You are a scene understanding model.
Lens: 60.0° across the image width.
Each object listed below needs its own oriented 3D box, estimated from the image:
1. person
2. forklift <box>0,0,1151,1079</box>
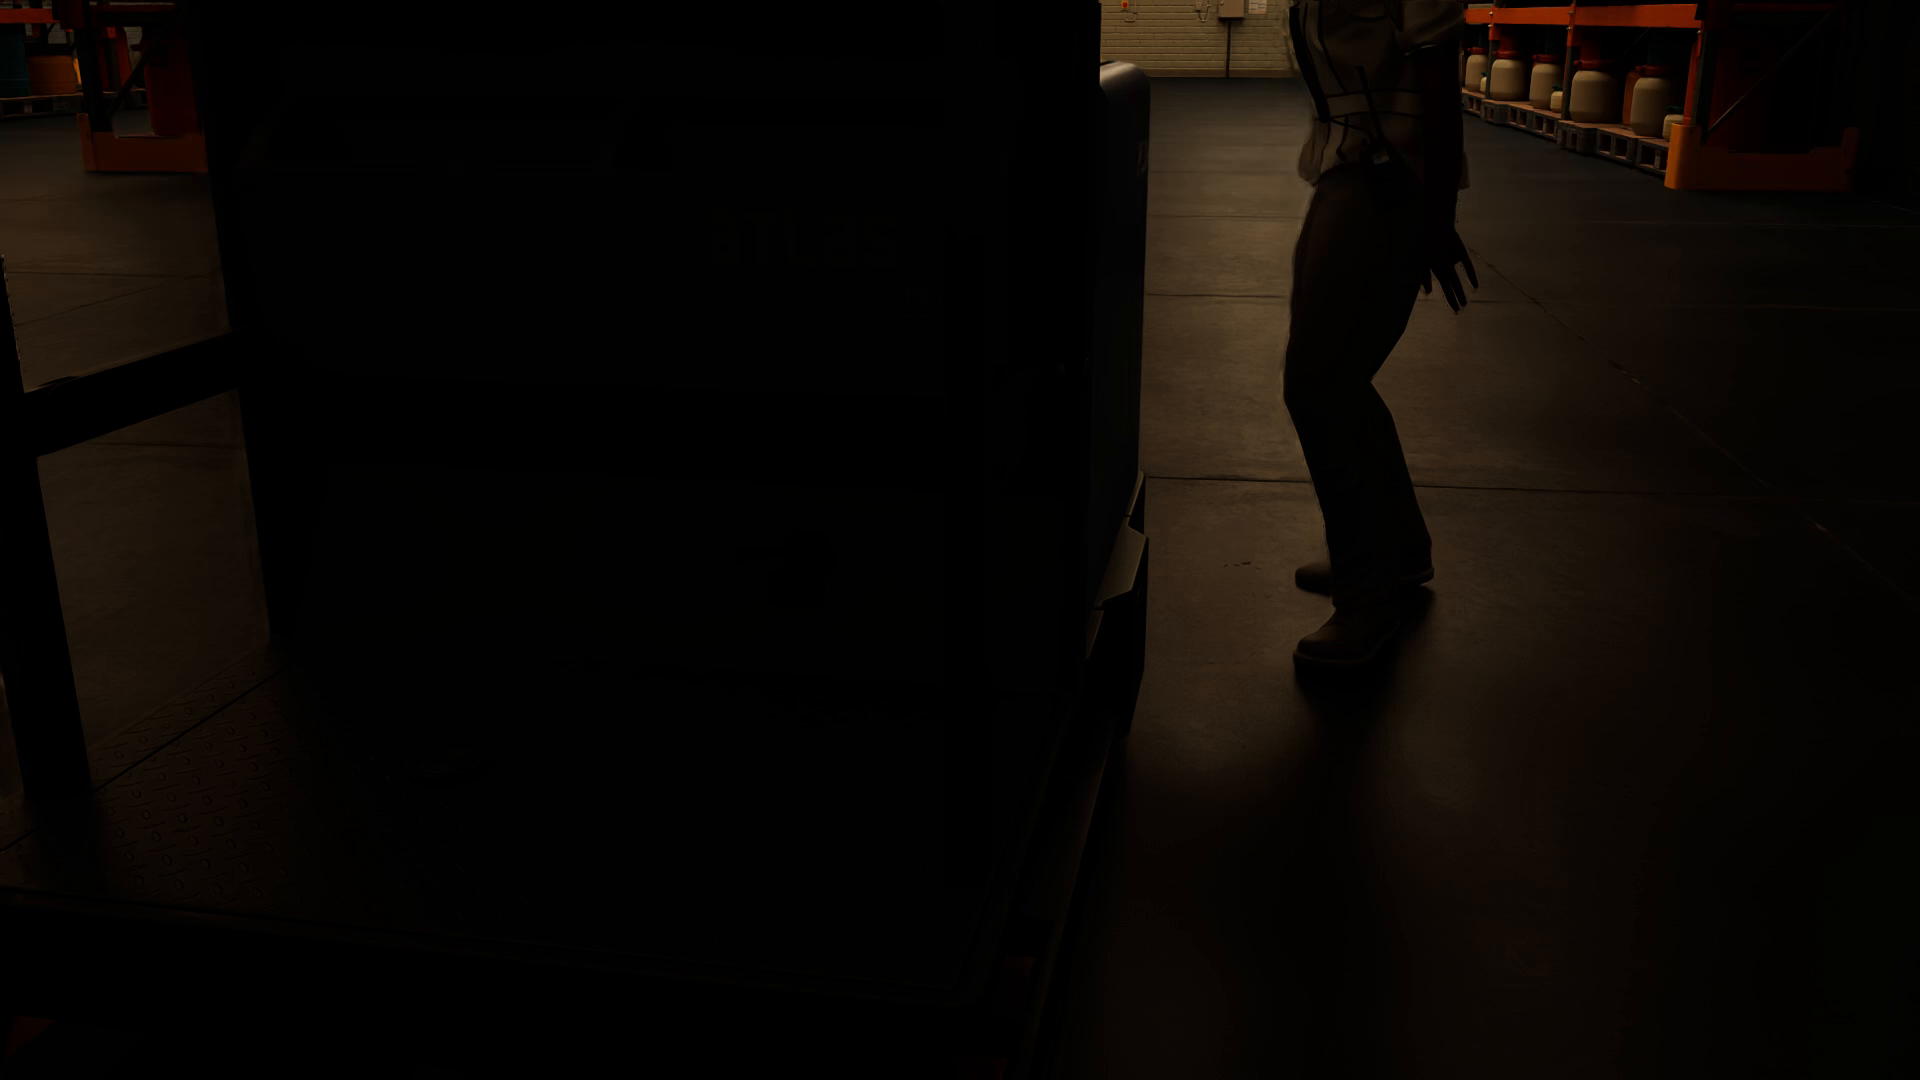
[{"bbox_3d":[0.782,-0.629,3.163,0.423,1.632,0.804,1,18,4],"label":"person"},{"bbox_3d":[-0.429,-0.836,1.604,1.130,2.935,3.031,3,18,10],"label":"forklift"}]
